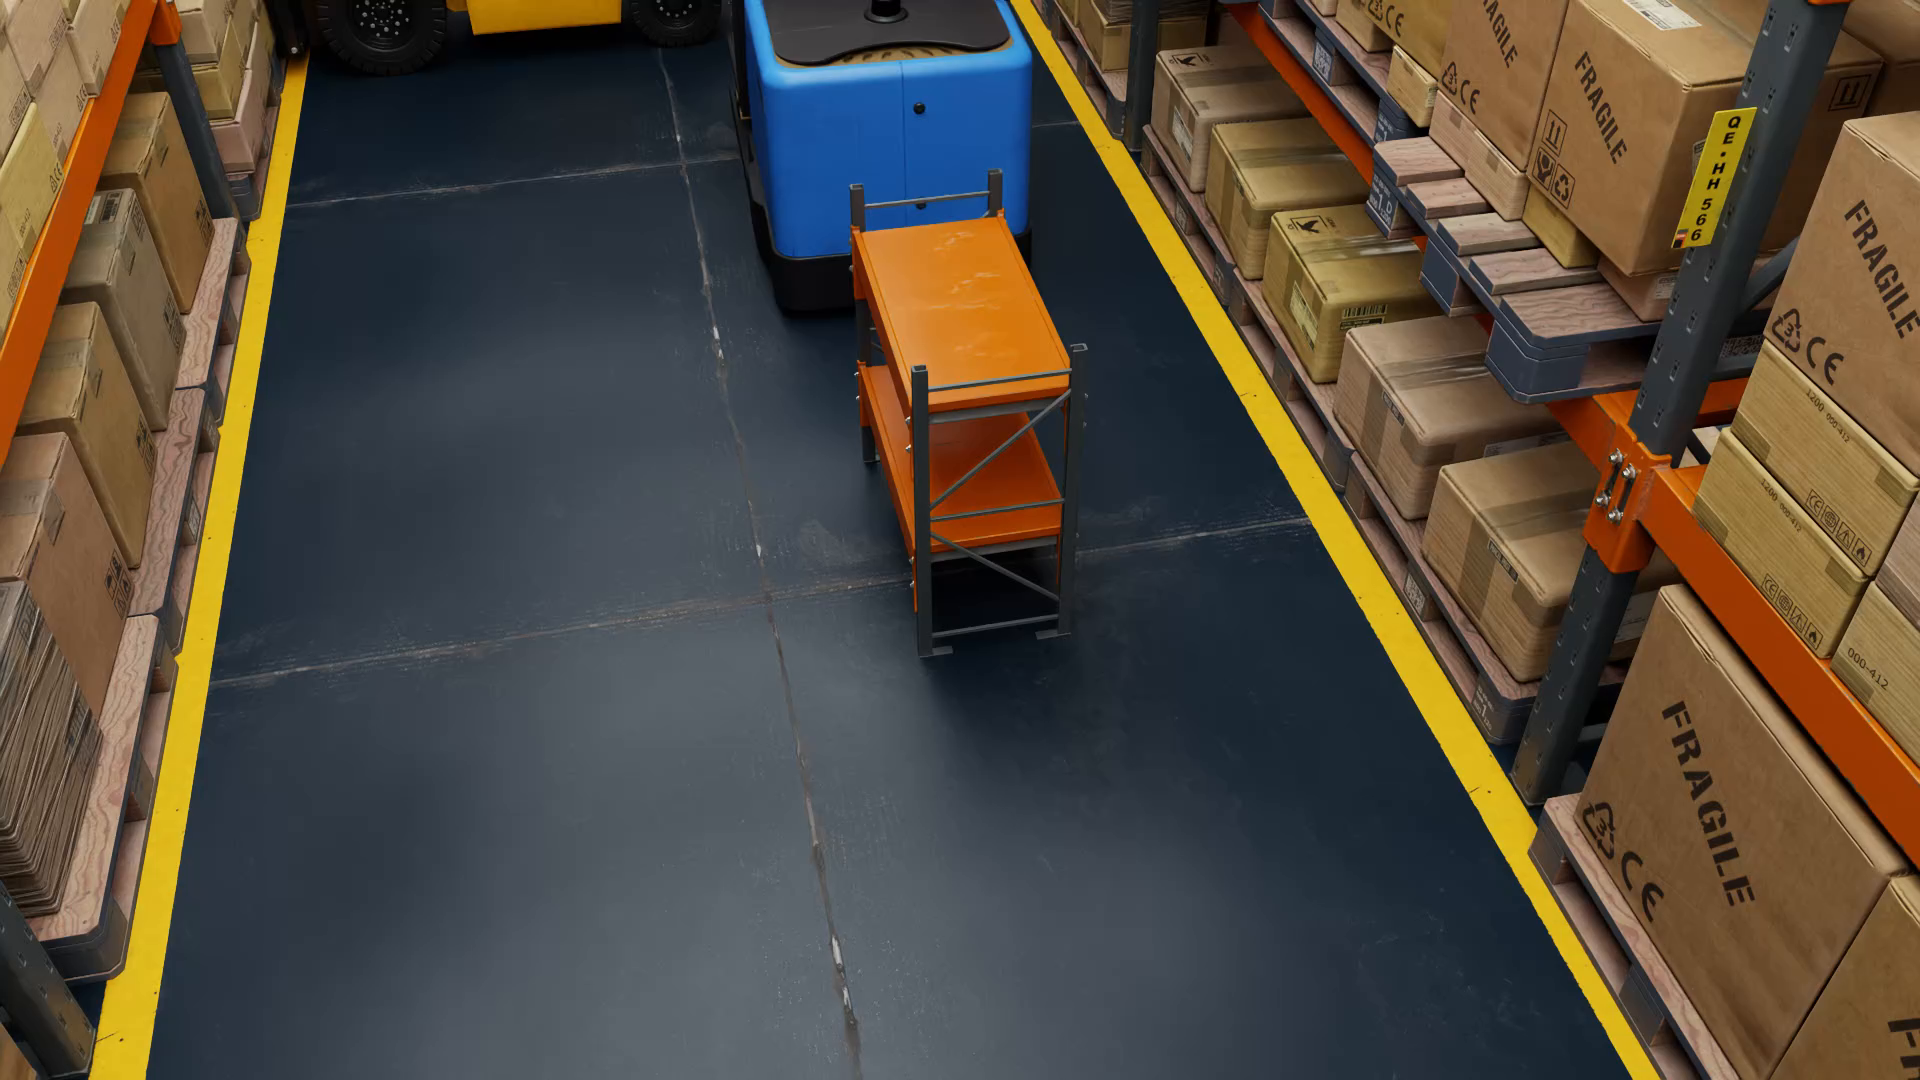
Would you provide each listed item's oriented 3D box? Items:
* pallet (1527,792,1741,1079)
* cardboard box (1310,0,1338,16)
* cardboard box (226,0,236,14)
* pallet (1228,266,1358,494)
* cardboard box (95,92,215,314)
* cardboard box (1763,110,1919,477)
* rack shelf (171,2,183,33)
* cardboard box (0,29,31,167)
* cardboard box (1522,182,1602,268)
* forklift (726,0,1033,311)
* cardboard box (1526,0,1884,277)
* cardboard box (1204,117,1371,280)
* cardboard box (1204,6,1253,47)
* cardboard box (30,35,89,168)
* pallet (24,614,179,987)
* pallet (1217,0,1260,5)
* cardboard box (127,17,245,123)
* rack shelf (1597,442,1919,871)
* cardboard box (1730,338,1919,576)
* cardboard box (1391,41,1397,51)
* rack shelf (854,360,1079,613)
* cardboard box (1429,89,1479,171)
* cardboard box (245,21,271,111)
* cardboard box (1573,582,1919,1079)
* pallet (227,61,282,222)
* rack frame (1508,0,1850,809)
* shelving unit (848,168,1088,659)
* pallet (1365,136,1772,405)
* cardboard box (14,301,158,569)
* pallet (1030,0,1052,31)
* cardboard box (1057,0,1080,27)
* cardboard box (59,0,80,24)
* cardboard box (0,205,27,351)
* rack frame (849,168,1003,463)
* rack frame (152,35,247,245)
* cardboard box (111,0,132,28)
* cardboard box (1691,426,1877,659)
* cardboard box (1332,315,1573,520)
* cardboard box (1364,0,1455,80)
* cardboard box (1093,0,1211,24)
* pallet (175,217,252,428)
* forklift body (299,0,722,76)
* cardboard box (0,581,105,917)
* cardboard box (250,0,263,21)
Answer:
[{"bbox_3d":[2.231,1.118,4.332,1.003,0.211,1.213,-8,42,-9],"label":"pallet"},{"bbox_3d":[1.336,-1.851,5.448,0.380,0.149,0.250,-7,42,-8],"label":"cardboard box"},{"bbox_3d":[-3.473,-2.520,7.331,0.500,0.250,0.500,-8,42,-9],"label":"cardboard box"},{"bbox_3d":[1.707,-0.700,6.380,1.003,0.211,1.213,-8,42,-9],"label":"pallet"},{"bbox_3d":[-3.451,-1.259,6.381,0.875,0.625,0.625,-7,42,-7],"label":"cardboard box"},{"bbox_3d":[2.002,-0.504,3.229,0.500,0.500,0.500,-10,43,-11],"label":"cardboard box"},{"bbox_3d":[-4.007,-3.354,7.810,1.077,0.370,4.000,-8,42,-9],"label":"rack shelf"},{"bbox_3d":[-2.906,-1.181,4.557,0.500,0.250,0.500,-8,42,-9],"label":"cardboard box"},{"bbox_3d":[1.705,-0.852,4.324,0.380,0.149,0.250,-8,42,-9],"label":"cardboard box"},{"bbox_3d":[-0.493,-3.003,6.925,1.130,2.935,3.031,-7,42,-8],"label":"forklift"},{"bbox_3d":[1.765,-1.008,4.010,0.500,0.500,0.500,-9,42,-11],"label":"cardboard box"},{"bbox_3d":[1.545,-1.409,6.741,0.950,0.372,0.625,-6,42,-7],"label":"cardboard box"},{"bbox_3d":[1.407,-2.590,8.163,0.500,0.250,0.500,-10,43,-11],"label":"cardboard box"},{"bbox_3d":[-3.020,-1.330,5.101,0.500,0.250,0.500,-8,42,-9],"label":"cardboard box"},{"bbox_3d":[-2.851,0.770,4.723,1.003,0.211,1.213,-8,42,-9],"label":"pallet"},{"bbox_3d":[1.294,-2.452,6.397,1.003,0.211,1.213,-8,42,-9],"label":"pallet"},{"bbox_3d":[-3.378,-2.000,7.122,0.500,0.250,0.500,-9,42,-9],"label":"cardboard box"},{"bbox_3d":[2.566,1.118,2.772,1.077,0.370,4.000,-8,42,-9],"label":"rack shelf"},{"bbox_3d":[2.002,-0.214,3.468,0.500,0.250,0.500,-9,42,-10],"label":"cardboard box"},{"bbox_3d":[1.556,-1.531,5.088,0.380,0.149,0.250,-8,42,-9],"label":"cardboard box"},{"bbox_3d":[0.001,-0.233,5.534,0.538,0.278,1.000,-8,42,-9],"label":"rack shelf"},{"bbox_3d":[1.561,-1.174,4.685,0.380,0.149,0.250,-10,43,-11],"label":"cardboard box"},{"bbox_3d":[-3.481,-2.143,7.659,0.500,0.250,0.500,-9,42,-10],"label":"cardboard box"},{"bbox_3d":[2.202,0.650,4.042,0.875,0.875,0.875,-9,42,-10],"label":"cardboard box"},{"bbox_3d":[-3.706,-1.805,7.624,1.003,0.211,1.213,-8,42,-9],"label":"pallet"},{"bbox_3d":[2.134,-0.447,3.994,1.000,3.000,0.127,-8,42,-9],"label":"rack frame"},{"bbox_3d":[0.001,-0.416,5.372,0.538,1.125,1.048,-8,42,-9],"label":"shelving unit"},{"bbox_3d":[1.876,-0.822,4.561,1.213,0.211,1.003,-8,42,-9],"label":"pallet"},{"bbox_3d":[-3.127,-0.267,5.264,0.875,0.625,0.625,-10,43,-11],"label":"cardboard box"},{"bbox_3d":[0.825,-3.220,9.218,1.003,0.211,1.213,-8,42,-9],"label":"pallet"},{"bbox_3d":[0.756,-2.857,8.464,0.500,0.250,0.500,-9,42,-10],"label":"cardboard box"},{"bbox_3d":[-3.101,-1.843,5.303,0.500,0.250,0.500,-9,42,-10],"label":"cardboard box"},{"bbox_3d":[-2.790,-0.660,4.346,0.500,0.250,0.500,-10,42,-11],"label":"cardboard box"},{"bbox_3d":[-0.108,-0.746,5.743,0.500,1.125,0.032,-8,42,-9],"label":"rack frame"},{"bbox_3d":[-3.575,-2.326,6.111,1.000,3.000,0.127,-8,42,-9],"label":"rack frame"},{"bbox_3d":[-3.211,-1.981,5.835,0.500,0.250,0.500,-7,42,-8],"label":"cardboard box"},{"bbox_3d":[1.994,-0.038,3.646,0.500,0.250,0.500,-9,42,-10],"label":"cardboard box"},{"bbox_3d":[1.855,-0.466,5.679,0.950,0.372,0.625,-9,42,-10],"label":"cardboard box"},{"bbox_3d":[1.532,-1.668,4.754,0.500,0.500,0.500,-11,43,-12],"label":"cardboard box"},{"bbox_3d":[0.881,-2.794,7.828,0.500,0.500,0.500,-9,42,-10],"label":"cardboard box"},{"bbox_3d":[-3.378,-0.811,6.505,1.003,0.211,1.213,-8,42,-9],"label":"pallet"},{"bbox_3d":[-2.248,-3.634,8.223,2.313,2.155,1.214,-8,42,-9],"label":"forklift body"},{"bbox_3d":[-2.833,0.591,4.297,0.875,0.625,0.625,-7,42,-8],"label":"cardboard box"},{"bbox_3d":[-3.586,-2.653,7.858,0.500,0.250,0.500,-9,42,-10],"label":"cardboard box"}]
